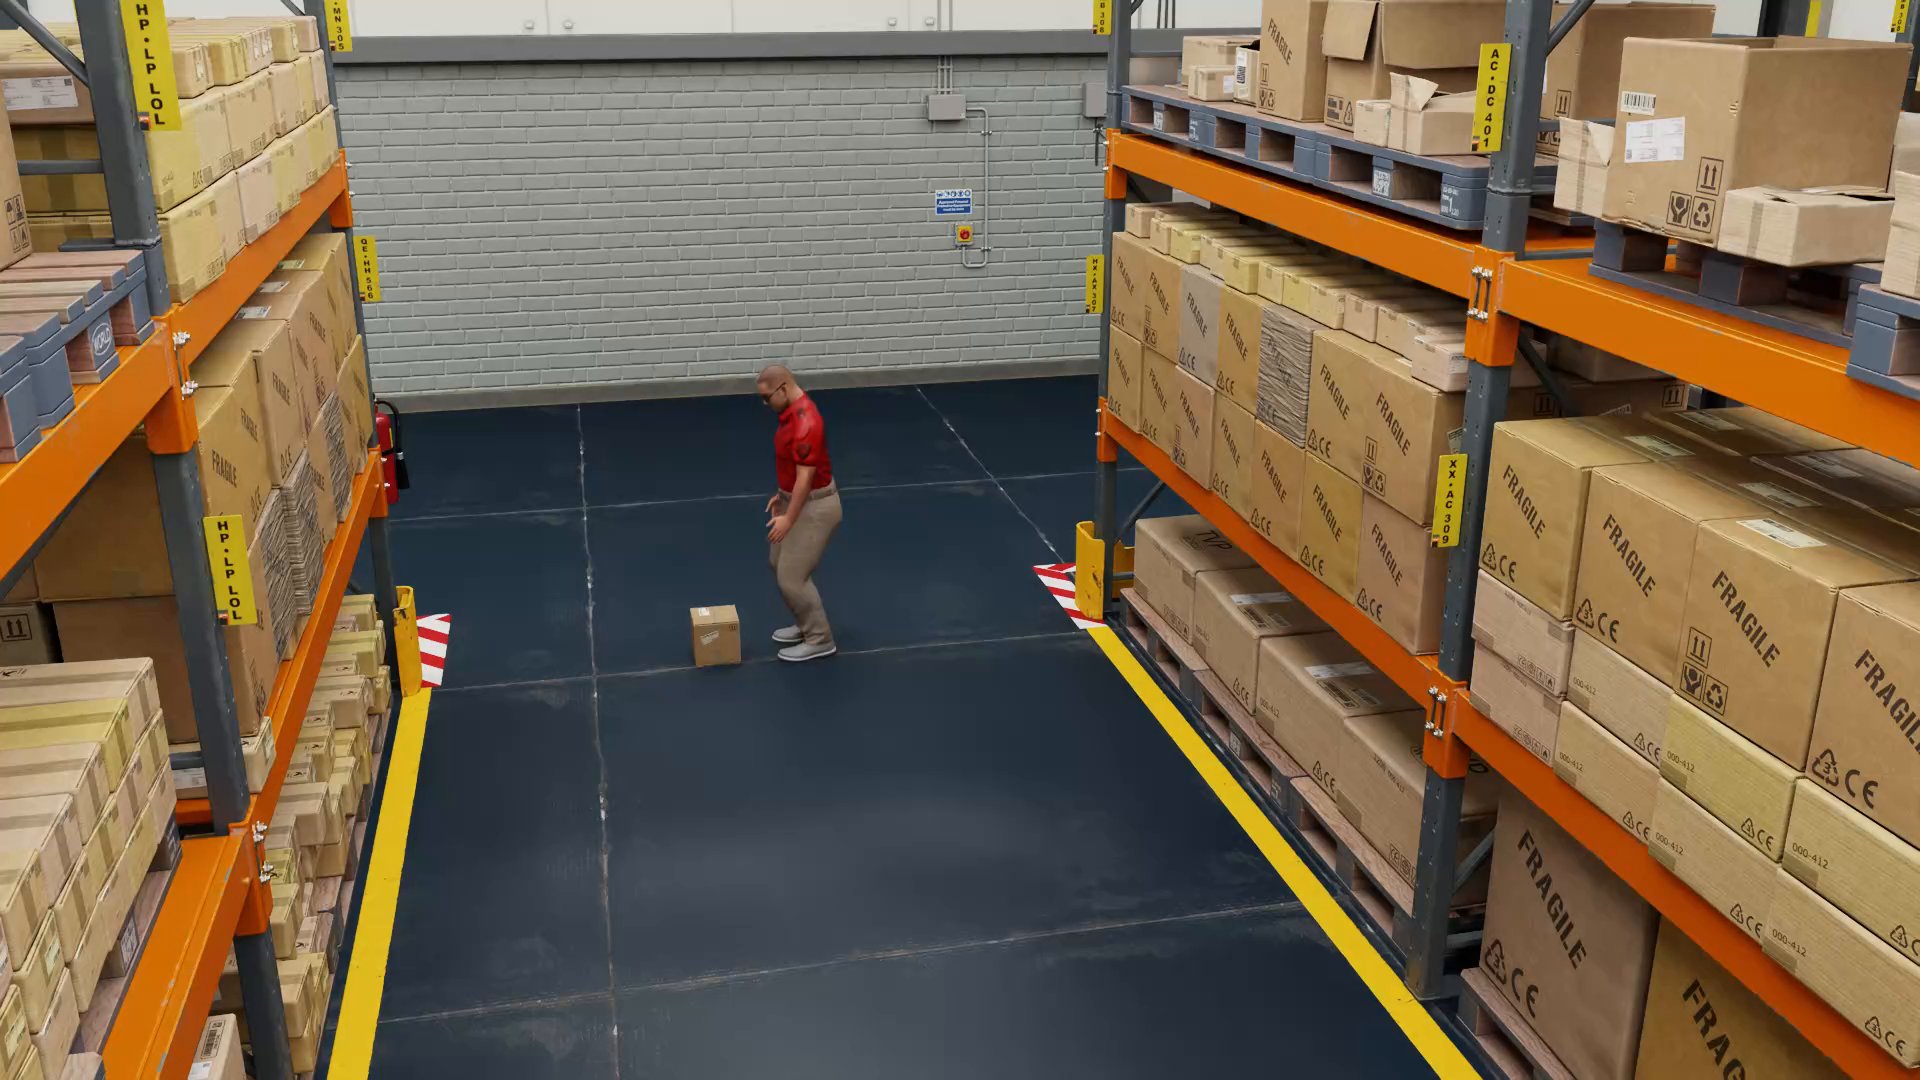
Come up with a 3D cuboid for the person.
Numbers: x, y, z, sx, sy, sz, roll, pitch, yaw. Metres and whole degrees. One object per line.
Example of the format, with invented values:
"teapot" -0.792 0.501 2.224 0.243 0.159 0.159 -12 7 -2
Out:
"person" -0.870 -0.158 9.153 0.442 1.666 0.561 -4 20 -11
